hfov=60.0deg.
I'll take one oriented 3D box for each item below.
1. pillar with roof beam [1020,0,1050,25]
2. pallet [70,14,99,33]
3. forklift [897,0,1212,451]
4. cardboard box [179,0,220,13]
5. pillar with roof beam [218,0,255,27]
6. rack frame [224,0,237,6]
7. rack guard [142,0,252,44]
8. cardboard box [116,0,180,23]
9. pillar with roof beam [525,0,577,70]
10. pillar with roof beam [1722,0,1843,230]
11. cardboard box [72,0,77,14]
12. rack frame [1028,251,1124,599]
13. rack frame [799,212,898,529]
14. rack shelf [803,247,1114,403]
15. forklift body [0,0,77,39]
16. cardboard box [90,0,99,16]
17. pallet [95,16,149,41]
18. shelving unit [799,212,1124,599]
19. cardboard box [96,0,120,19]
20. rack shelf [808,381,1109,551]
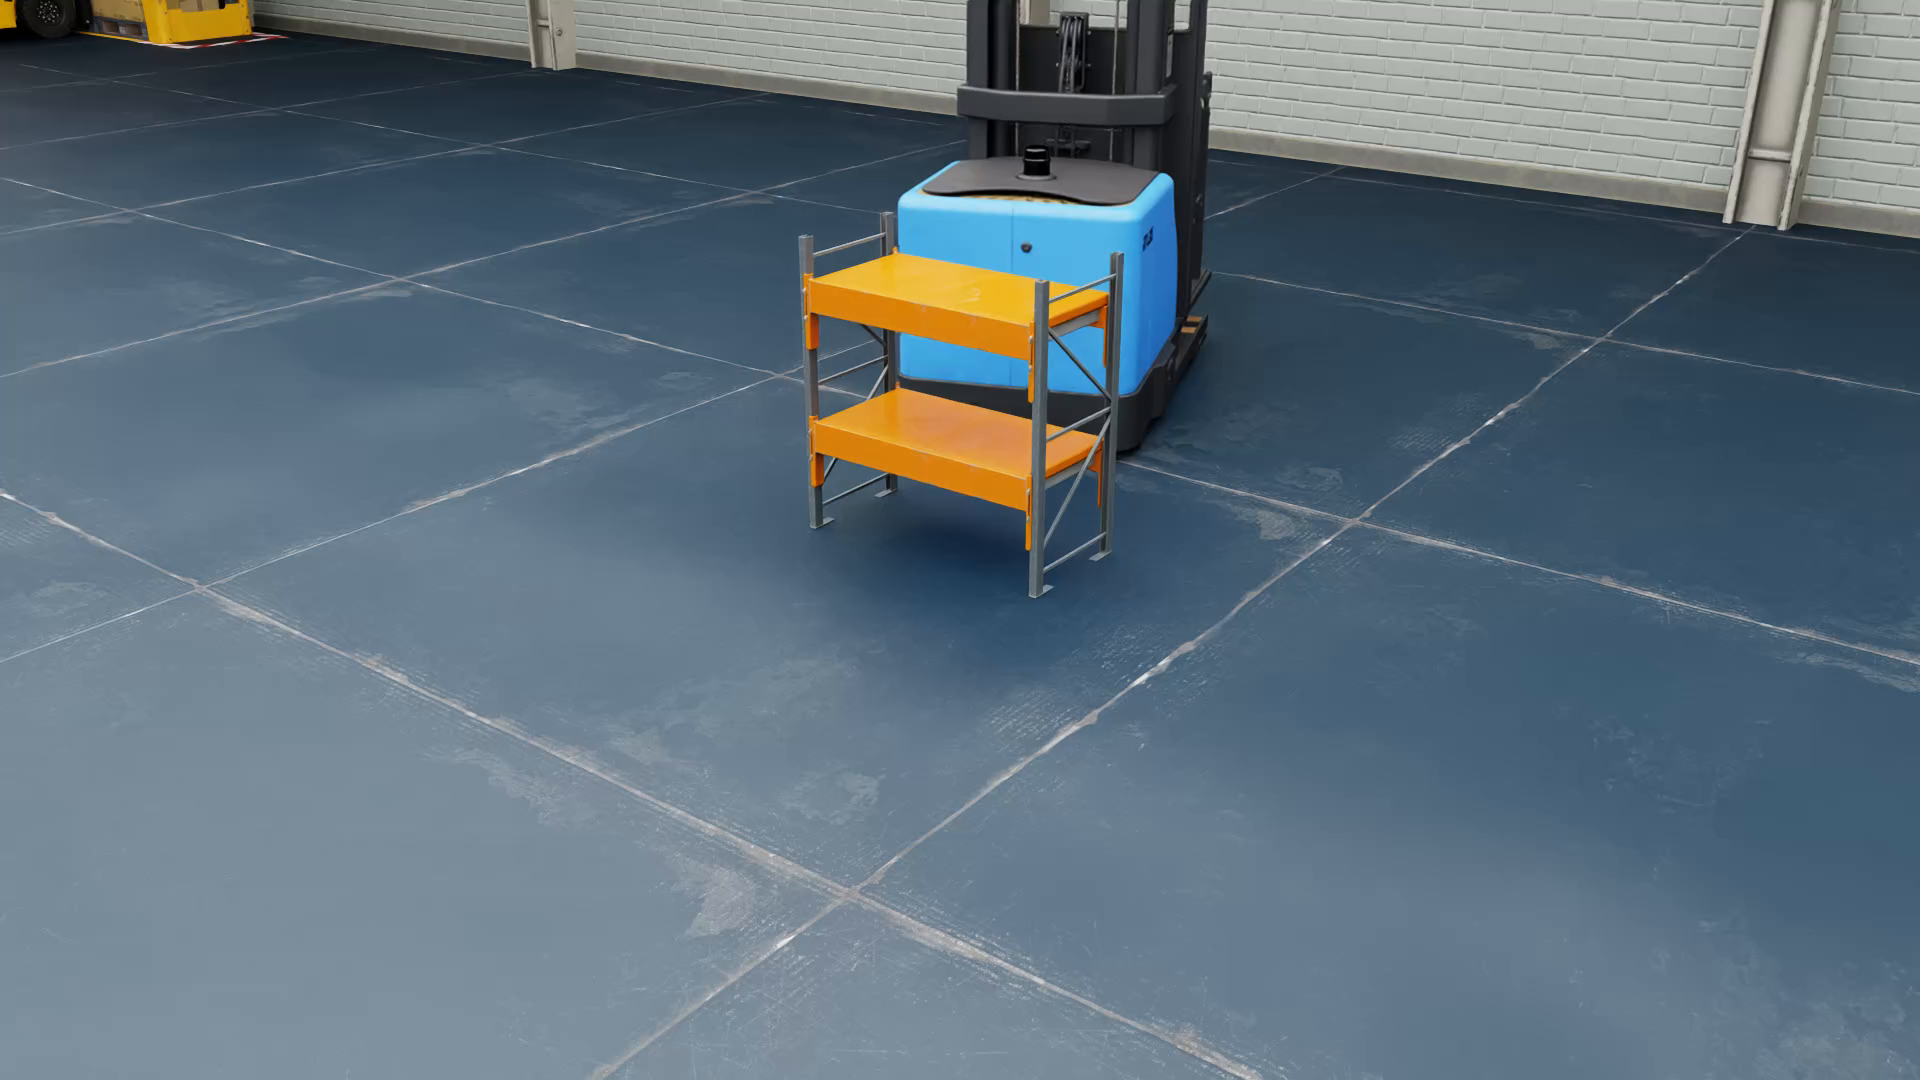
[{"bbox_3d":[-2.072,-6.291,9.367,0.400,9.000,9.100,17,29,33],"label":"pillar with roof beam"},{"bbox_3d":[-10.685,-6.568,20.895,1.213,0.211,1.003,17,29,33],"label":"pallet"},{"bbox_3d":[0.635,-2.277,7.782,1.130,2.935,3.031,7,25,15],"label":"forklift"},{"bbox_3d":[-9.352,-6.493,20.156,0.500,0.250,0.500,17,29,34],"label":"cardboard box"},{"bbox_3d":[-11.674,-9.193,15.953,0.400,9.000,9.100,17,29,33],"label":"pillar with roof beam"},{"bbox_3d":[-9.076,-7.377,19.273,0.127,3.000,1.000,17,29,33],"label":"rack frame"},{"bbox_3d":[-9.057,-6.228,19.764,0.348,0.500,1.175,17,29,33],"label":"rack guard"},{"bbox_3d":[-9.641,-6.323,19.770,0.500,0.250,0.500,17,29,34],"label":"cardboard box"},{"bbox_3d":[-6.873,-7.742,12.660,0.400,9.000,9.100,17,29,33],"label":"pillar with roof beam"},{"bbox_3d":[2.729,-4.840,6.074,0.400,9.000,9.100,17,29,33],"label":"pillar with roof beam"},{"bbox_3d":[-10.857,-6.688,20.599,0.500,0.250,0.500,18,29,35],"label":"cardboard box"},{"bbox_3d":[0.401,-0.393,5.748,0.032,1.125,0.500,17,29,33],"label":"rack frame"},{"bbox_3d":[-0.412,-0.639,6.306,0.032,1.125,0.500,17,29,33],"label":"rack frame"},{"bbox_3d":[-0.005,-0.784,5.909,1.000,0.278,0.538,17,29,33],"label":"rack shelf"},{"bbox_3d":[-11.687,-6.859,19.149,1.214,2.155,2.313,17,29,33],"label":"forklift body"},{"bbox_3d":[-10.428,-6.570,20.331,0.500,0.250,0.500,17,29,34],"label":"cardboard box"},{"bbox_3d":[-9.713,-6.273,20.225,1.213,0.211,1.003,17,29,33],"label":"pallet"},{"bbox_3d":[-0.005,-0.516,6.027,1.048,1.125,0.538,17,29,33],"label":"shelving unit"},{"bbox_3d":[-10.034,-6.446,20.049,0.500,0.250,0.500,17,29,33],"label":"cardboard box"},{"bbox_3d":[-0.005,-0.293,6.125,1.000,0.278,0.538,17,29,33],"label":"rack shelf"}]
